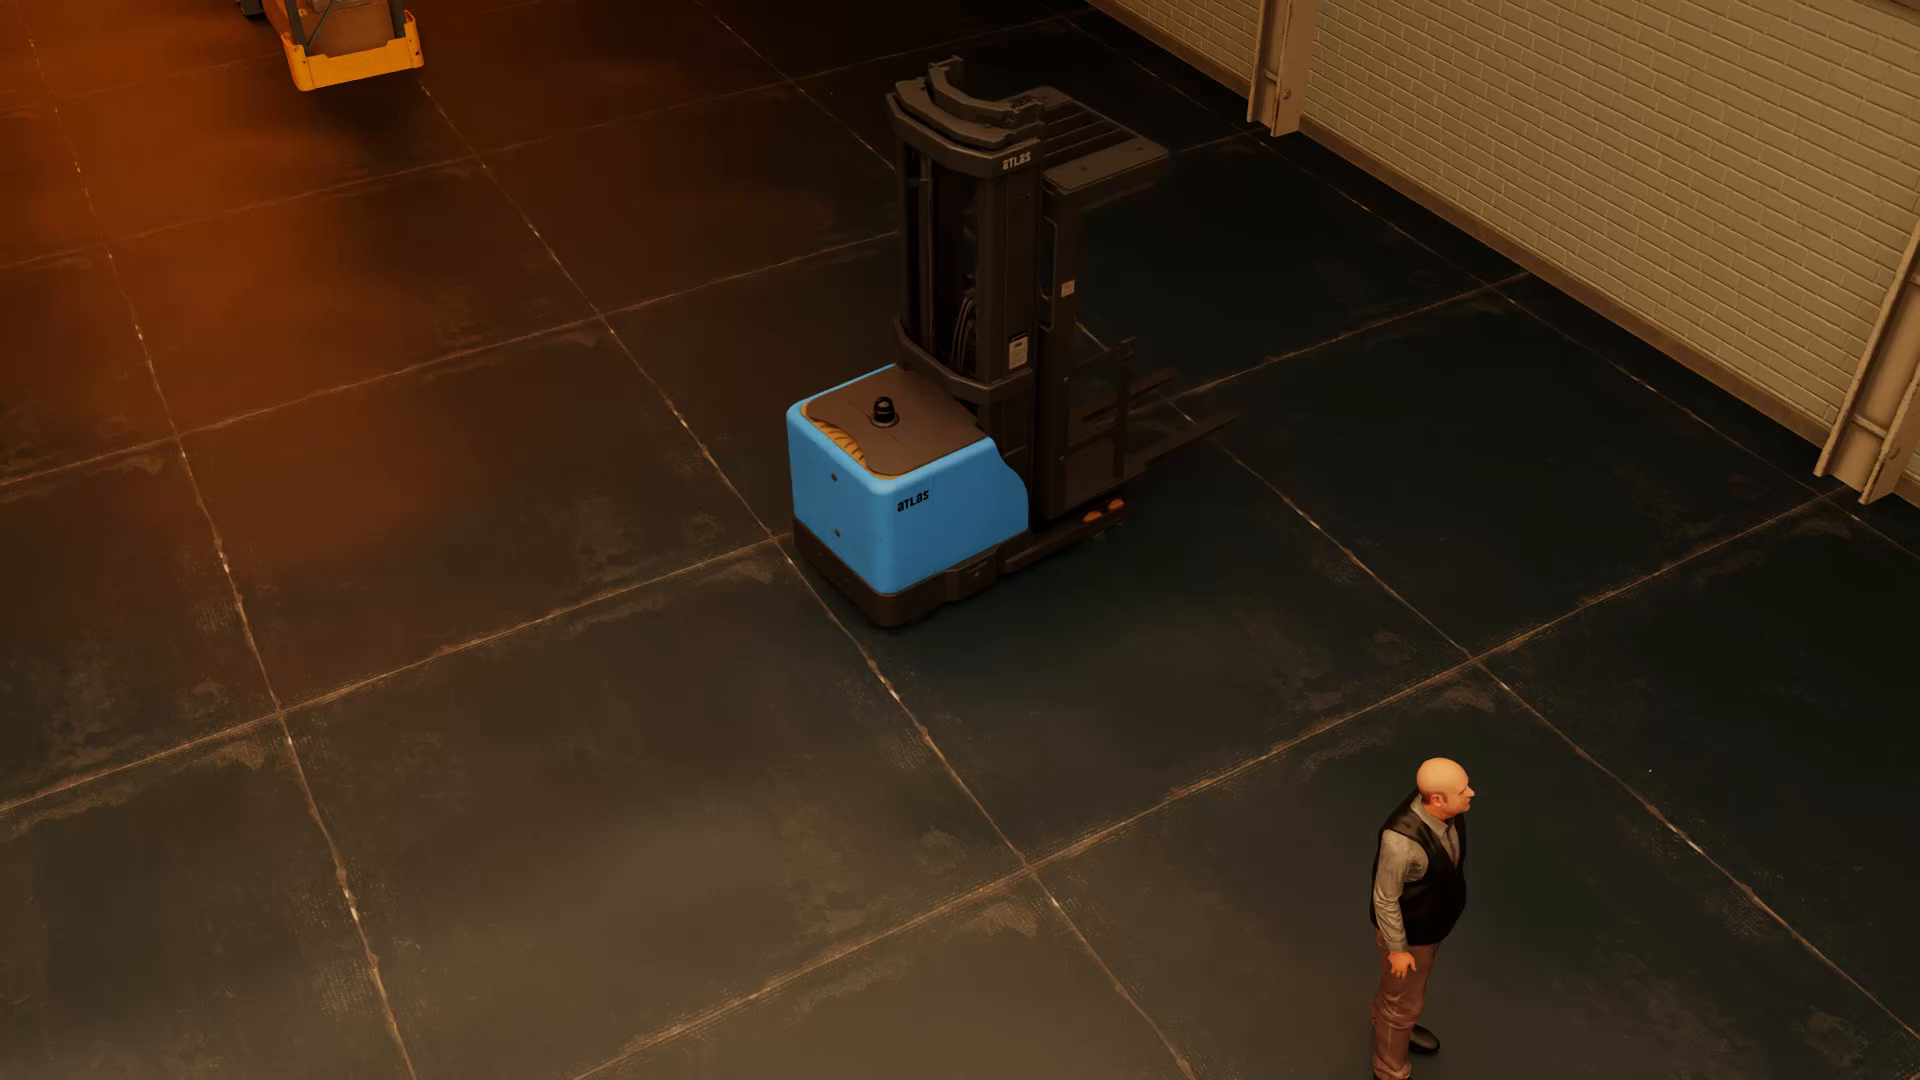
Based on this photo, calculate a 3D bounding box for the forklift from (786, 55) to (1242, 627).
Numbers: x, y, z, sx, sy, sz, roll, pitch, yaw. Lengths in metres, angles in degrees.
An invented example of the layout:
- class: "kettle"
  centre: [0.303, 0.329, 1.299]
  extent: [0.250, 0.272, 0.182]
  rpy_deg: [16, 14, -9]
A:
- class: "forklift"
  centre: [0.462, -1.391, 9.713]
  extent: [3.031, 2.935, 1.130]
  rpy_deg: [-26, 46, -28]

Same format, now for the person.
- class: "person"
  centre: [1.989, 1.618, 7.021]
  extent: [0.569, 1.720, 0.632]
  rpy_deg: [25, 46, 27]
